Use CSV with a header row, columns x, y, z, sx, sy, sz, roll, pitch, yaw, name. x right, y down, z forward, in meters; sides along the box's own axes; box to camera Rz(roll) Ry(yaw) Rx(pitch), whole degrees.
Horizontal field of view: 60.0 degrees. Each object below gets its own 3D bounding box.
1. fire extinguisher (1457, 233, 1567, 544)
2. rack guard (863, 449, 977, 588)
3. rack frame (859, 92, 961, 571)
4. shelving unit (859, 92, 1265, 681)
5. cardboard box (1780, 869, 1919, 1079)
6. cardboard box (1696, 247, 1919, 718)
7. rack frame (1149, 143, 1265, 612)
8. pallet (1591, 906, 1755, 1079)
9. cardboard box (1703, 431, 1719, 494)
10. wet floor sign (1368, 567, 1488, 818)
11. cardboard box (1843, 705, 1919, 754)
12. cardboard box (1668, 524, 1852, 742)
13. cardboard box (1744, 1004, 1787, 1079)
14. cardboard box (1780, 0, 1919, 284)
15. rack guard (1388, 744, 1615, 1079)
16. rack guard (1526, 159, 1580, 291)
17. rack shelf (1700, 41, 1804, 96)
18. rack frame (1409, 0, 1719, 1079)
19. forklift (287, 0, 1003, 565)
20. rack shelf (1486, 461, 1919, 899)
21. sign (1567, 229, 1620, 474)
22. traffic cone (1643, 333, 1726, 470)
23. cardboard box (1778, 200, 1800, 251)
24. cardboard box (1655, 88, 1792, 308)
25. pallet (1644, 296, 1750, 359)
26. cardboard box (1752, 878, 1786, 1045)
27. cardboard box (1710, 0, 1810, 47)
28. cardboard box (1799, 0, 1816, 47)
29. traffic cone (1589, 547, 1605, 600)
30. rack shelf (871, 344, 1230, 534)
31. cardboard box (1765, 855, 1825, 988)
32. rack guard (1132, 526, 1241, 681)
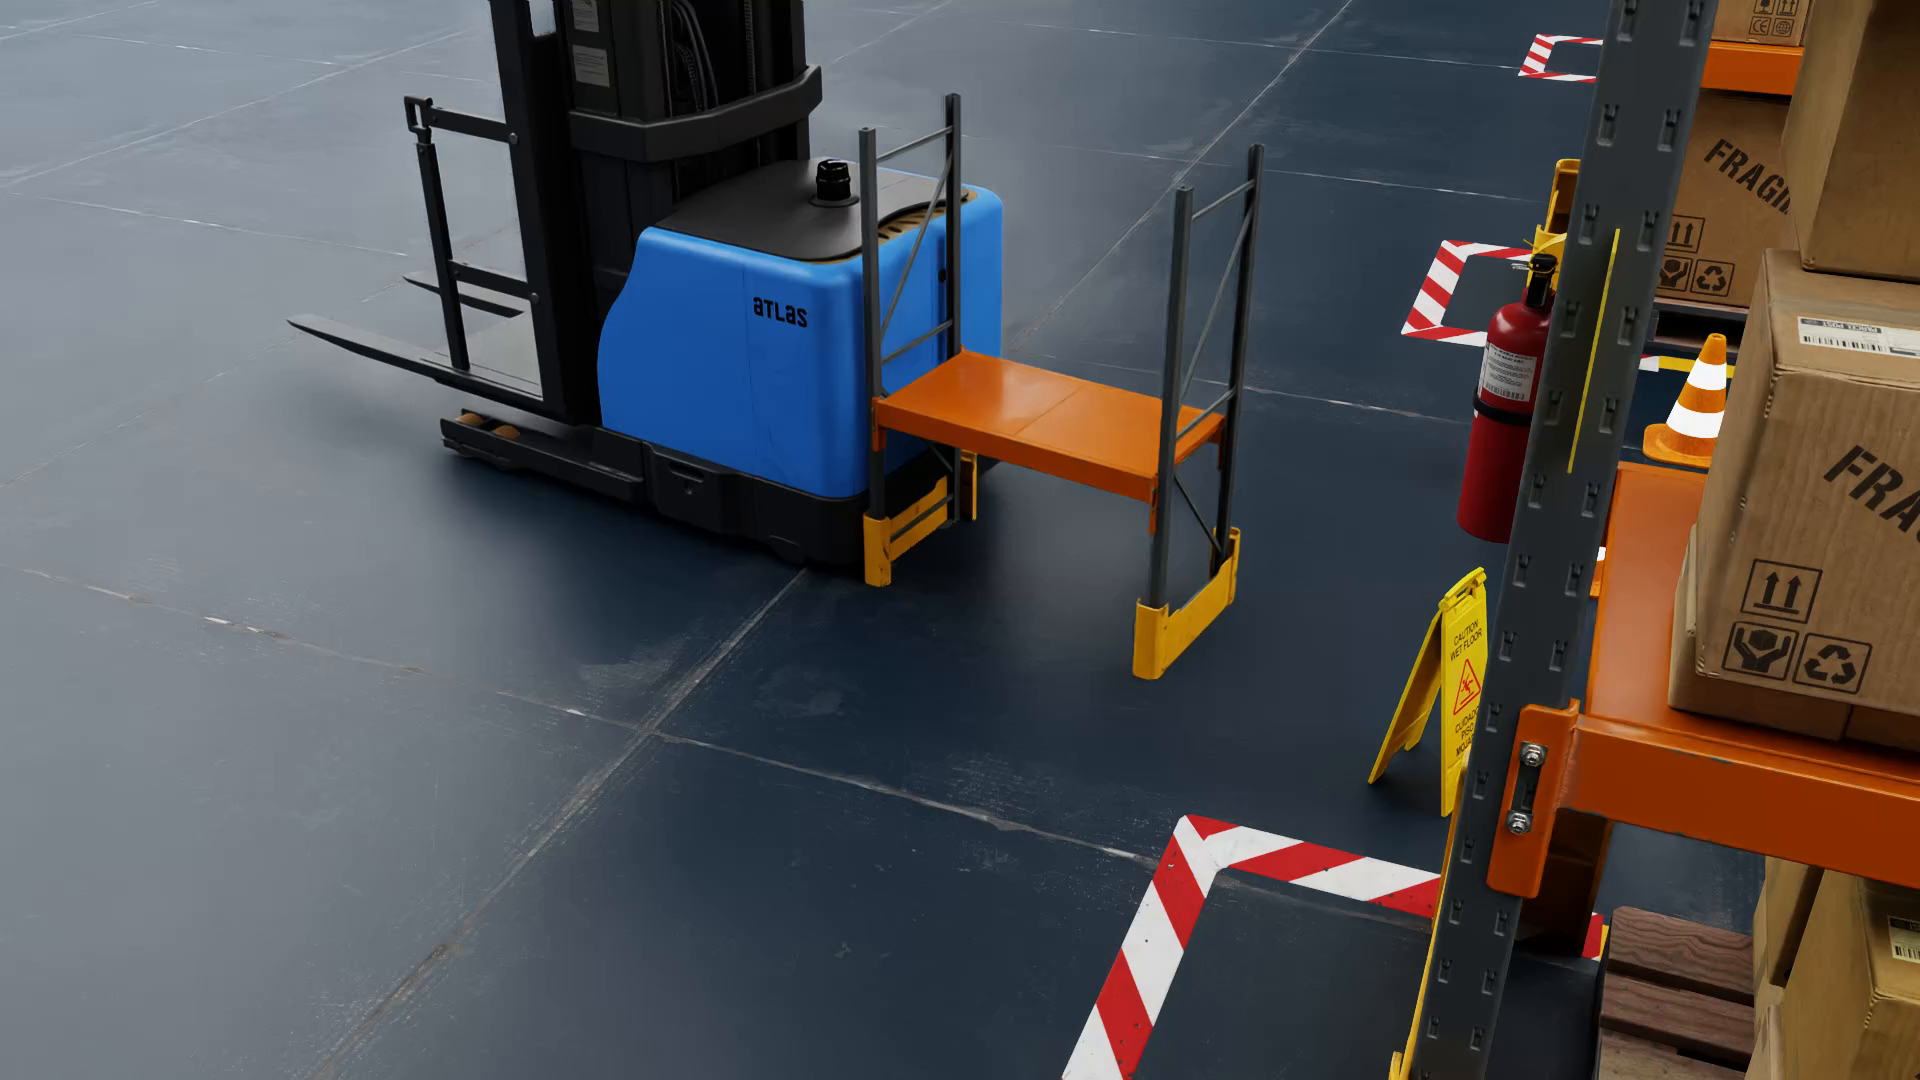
x,y,z,sx,sy,sz,roll,pitch,yaw,name
1.137,-0.324,3.353,0.183,0.674,0.296,11,31,19,fire extinguisher
-0.128,-0.080,5.637,0.087,0.250,0.587,18,34,28,rack guard
-0.145,-0.629,5.338,0.032,1.500,0.500,18,34,28,rack frame
0.290,-0.490,5.093,1.083,1.500,0.587,18,34,28,shelving unit
1.735,0.841,2.819,0.500,0.500,0.500,10,31,17,cardboard box
1.404,-0.085,2.448,0.500,0.500,0.500,11,31,18,cardboard box
0.709,-0.357,4.857,0.032,1.500,0.500,18,34,28,rack frame
1.880,1.268,3.292,1.213,0.211,1.003,11,31,19,pallet
1.497,-0.045,3.037,0.250,0.149,0.380,12,32,21,cardboard box
1.296,0.376,4.429,0.232,0.644,0.267,24,37,36,wet floor sign
1.546,0.181,2.637,0.250,0.149,0.380,12,32,20,cardboard box
1.307,0.141,2.708,0.250,0.149,0.380,11,31,19,cardboard box
1.713,1.163,3.011,0.500,0.250,0.500,11,31,19,cardboard box
1.625,-0.739,2.590,0.500,0.500,0.700,11,31,18,cardboard box
1.140,0.976,3.515,0.348,0.500,1.175,11,31,19,rack guard
2.815,-1.318,7.574,0.348,0.500,1.175,11,31,19,rack guard
4.690,-1.719,6.473,4.000,0.370,1.077,11,31,19,rack shelf
1.070,-0.126,2.925,0.127,3.000,1.000,11,31,19,rack frame
-1.352,-1.733,5.837,3.031,2.935,1.130,18,34,28,forklift
2.923,0.557,2.447,4.000,0.370,1.077,11,31,19,rack shelf
0.866,-0.256,2.274,0.005,0.325,0.100,11,31,19,sign
2.795,-0.552,6.256,0.334,0.463,0.336,11,31,19,traffic cone
1.676,-0.324,2.871,0.500,0.500,0.500,11,31,18,cardboard box
3.490,-1.564,7.202,0.875,0.875,0.875,11,31,19,cardboard box
3.607,-1.076,7.438,1.213,0.211,1.003,11,31,19,pallet
1.942,0.919,3.443,0.500,0.250,0.500,11,31,19,cardboard box
3.198,-2.419,6.829,0.550,0.550,0.875,11,31,19,cardboard box
3.716,-2.327,6.667,0.550,0.550,0.875,11,31,19,cardboard box
2.055,-0.099,5.455,0.334,0.463,0.336,11,31,19,traffic cone
0.282,-0.336,5.186,1.000,0.185,0.538,18,34,28,rack shelf
1.910,0.591,3.262,0.500,0.500,0.500,11,31,19,cardboard box
0.708,0.187,5.165,0.087,0.250,0.587,18,34,28,rack guard
